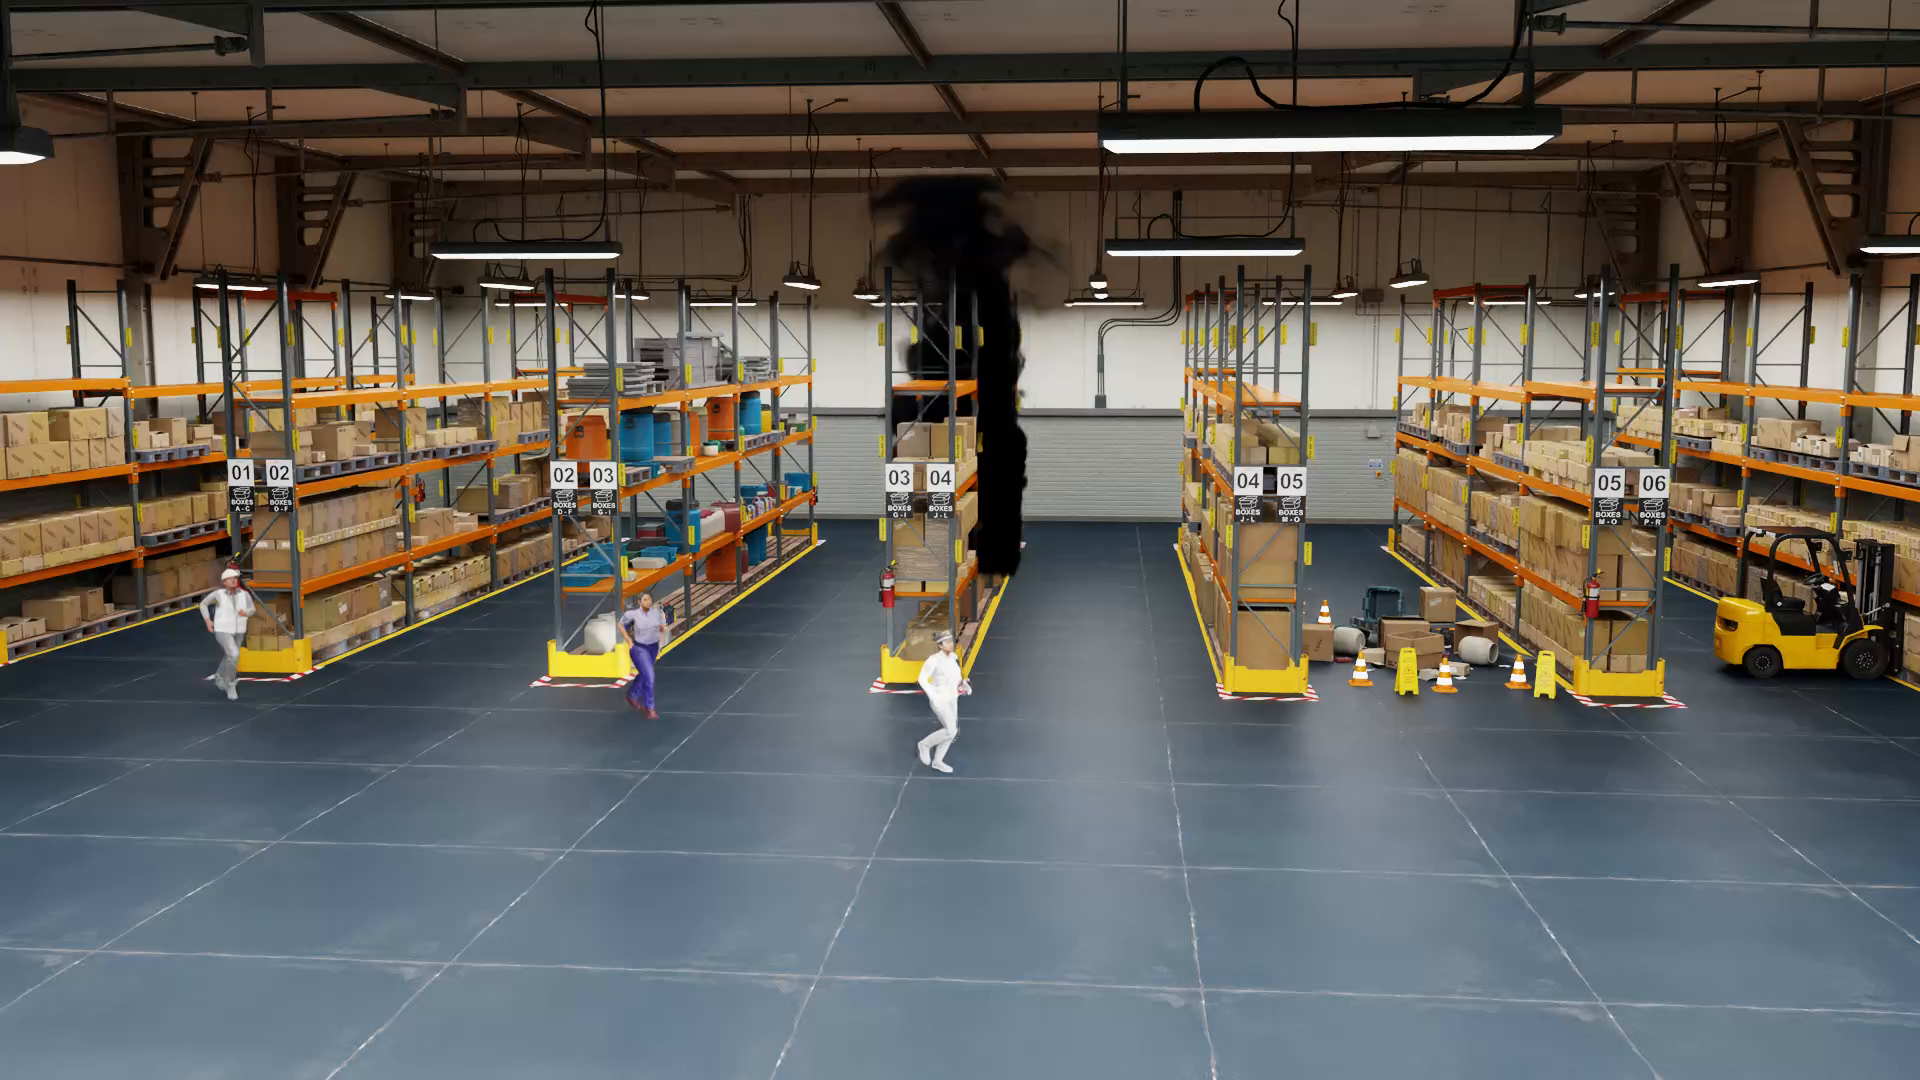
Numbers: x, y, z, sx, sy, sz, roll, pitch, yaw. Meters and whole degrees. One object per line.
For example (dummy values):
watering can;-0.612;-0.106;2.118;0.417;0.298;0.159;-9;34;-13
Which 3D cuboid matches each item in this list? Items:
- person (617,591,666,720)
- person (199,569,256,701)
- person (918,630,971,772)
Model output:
person;-4.201;1.525;22.149;0.776;1.700;0.577;6;9;40
person;-10.239;1.293;23.327;0.746;1.802;0.639;5;9;36
person;-0.152;1.854;19.261;0.548;1.669;0.605;5;9;38
